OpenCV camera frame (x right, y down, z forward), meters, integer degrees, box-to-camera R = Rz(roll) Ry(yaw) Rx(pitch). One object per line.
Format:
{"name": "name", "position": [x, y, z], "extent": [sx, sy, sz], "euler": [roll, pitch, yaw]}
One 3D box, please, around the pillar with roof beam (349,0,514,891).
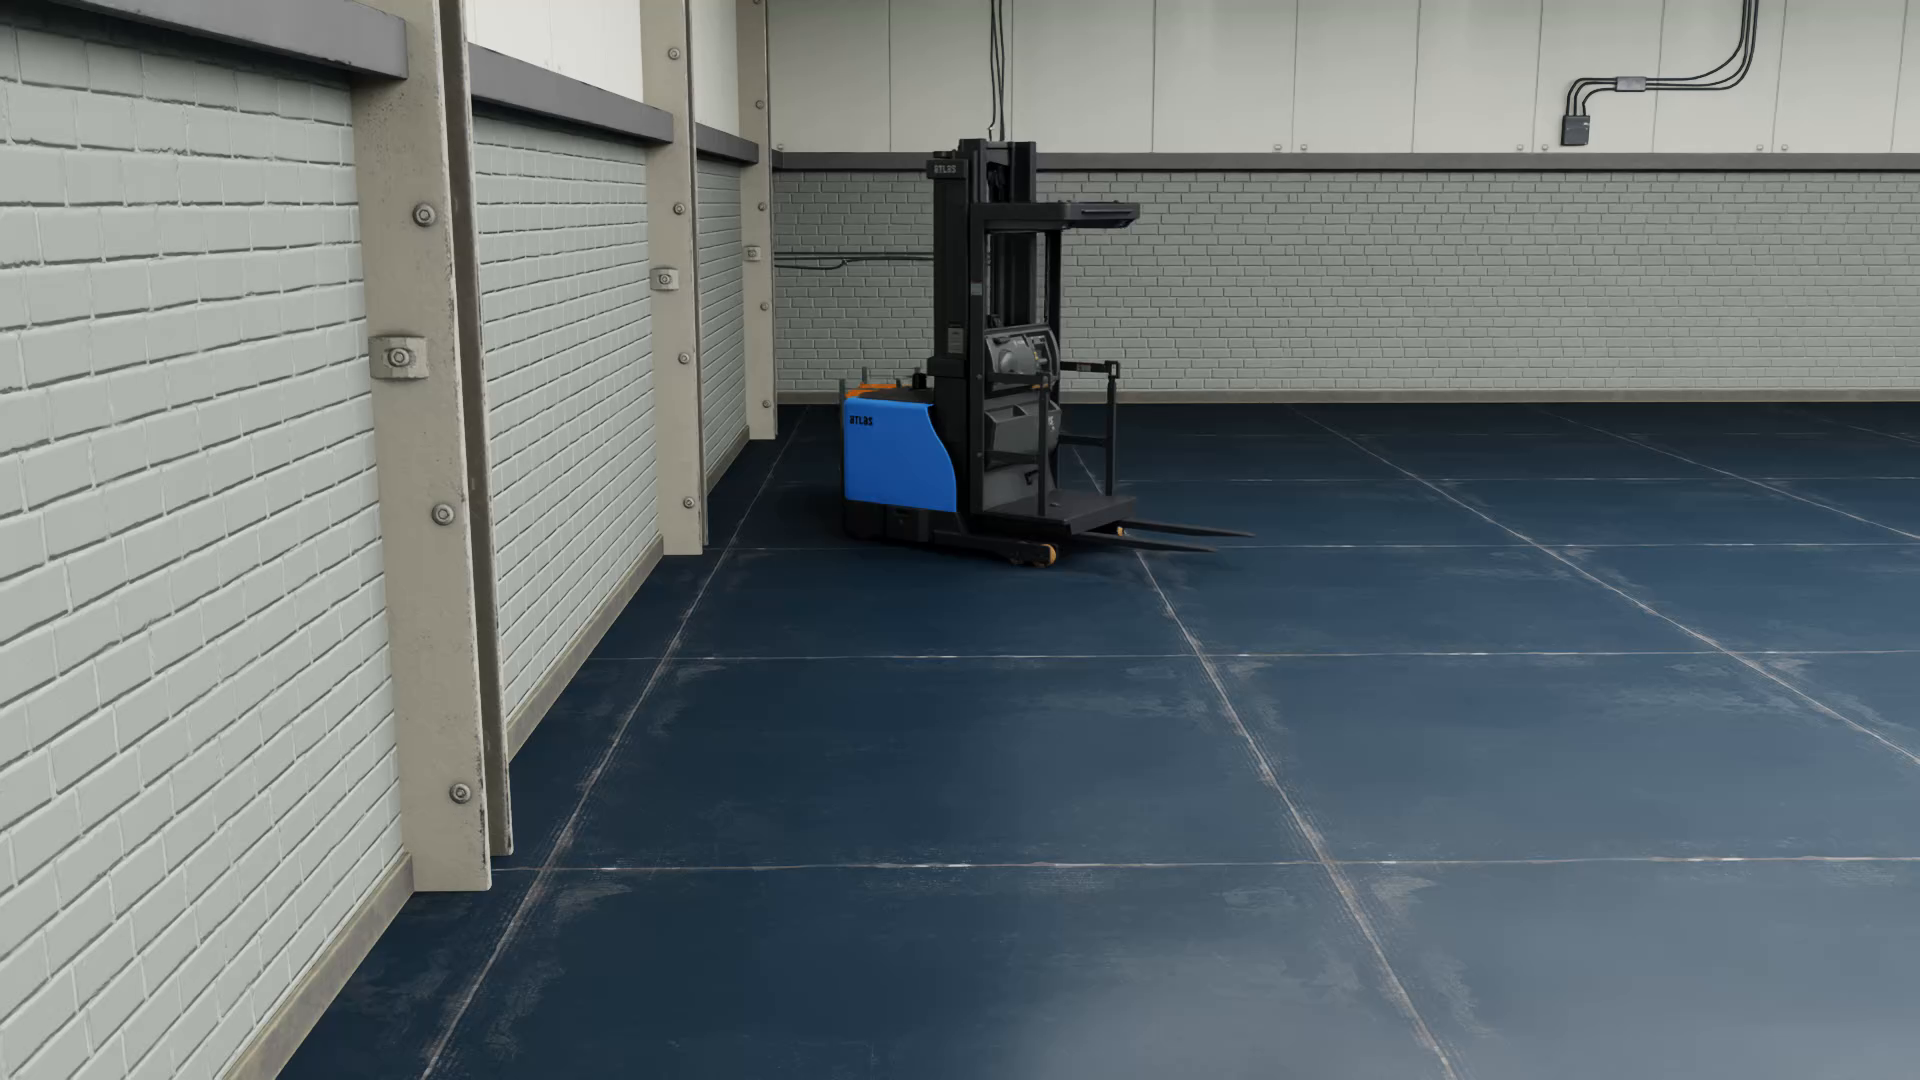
{"name": "pillar with roof beam", "position": [2.397, -3.168, 5.543], "extent": [9.100, 9.000, 0.400], "euler": [0, 11, -1]}

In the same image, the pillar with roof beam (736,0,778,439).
{"name": "pillar with roof beam", "position": [2.149, -5.554, 17.301], "extent": [9.100, 9.000, 0.400], "euler": [0, 11, -1]}

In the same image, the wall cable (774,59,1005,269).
{"name": "wall cable", "position": [-0.894, -4.605, 20.436], "extent": [3.097, 2.526, 0.112], "euler": [0, 11, -1]}

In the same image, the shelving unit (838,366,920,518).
{"name": "shelving unit", "position": [-0.648, -0.825, 13.798], "extent": [0.538, 1.125, 1.048], "euler": [1, 12, 7]}

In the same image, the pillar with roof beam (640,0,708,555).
{"name": "pillar with roof beam", "position": [2.273, -4.361, 11.422], "extent": [9.100, 9.000, 0.400], "euler": [0, 11, -1]}

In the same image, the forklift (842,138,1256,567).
{"name": "forklift", "position": [0.625, -1.364, 11.912], "extent": [3.031, 2.935, 1.130], "euler": [7, 14, 32]}

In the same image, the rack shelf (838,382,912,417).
{"name": "rack shelf", "position": [-0.648, -1.112, 13.740], "extent": [0.538, 0.278, 1.000], "euler": [1, 12, 7]}

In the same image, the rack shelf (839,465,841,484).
{"name": "rack shelf", "position": [-0.648, -0.586, 13.847], "extent": [0.538, 0.278, 1.000], "euler": [1, 12, 7]}

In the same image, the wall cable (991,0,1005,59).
{"name": "wall cable", "position": [1.811, -7.091, 19.988], "extent": [3.097, 2.526, 0.112], "euler": [0, 11, -1]}

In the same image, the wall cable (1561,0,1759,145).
{"name": "wall cable", "position": [8.598, -7.830, 19.966], "extent": [2.305, 6.003, 0.169], "euler": [0, 11, -1]}

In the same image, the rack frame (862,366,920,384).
{"name": "rack frame", "position": [-0.587, -0.926, 14.293], "extent": [0.500, 1.125, 0.032], "euler": [1, 12, 7]}

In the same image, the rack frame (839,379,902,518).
{"name": "rack frame", "position": [-0.709, -0.725, 13.304], "extent": [0.500, 1.125, 0.032], "euler": [1, 12, 7]}
